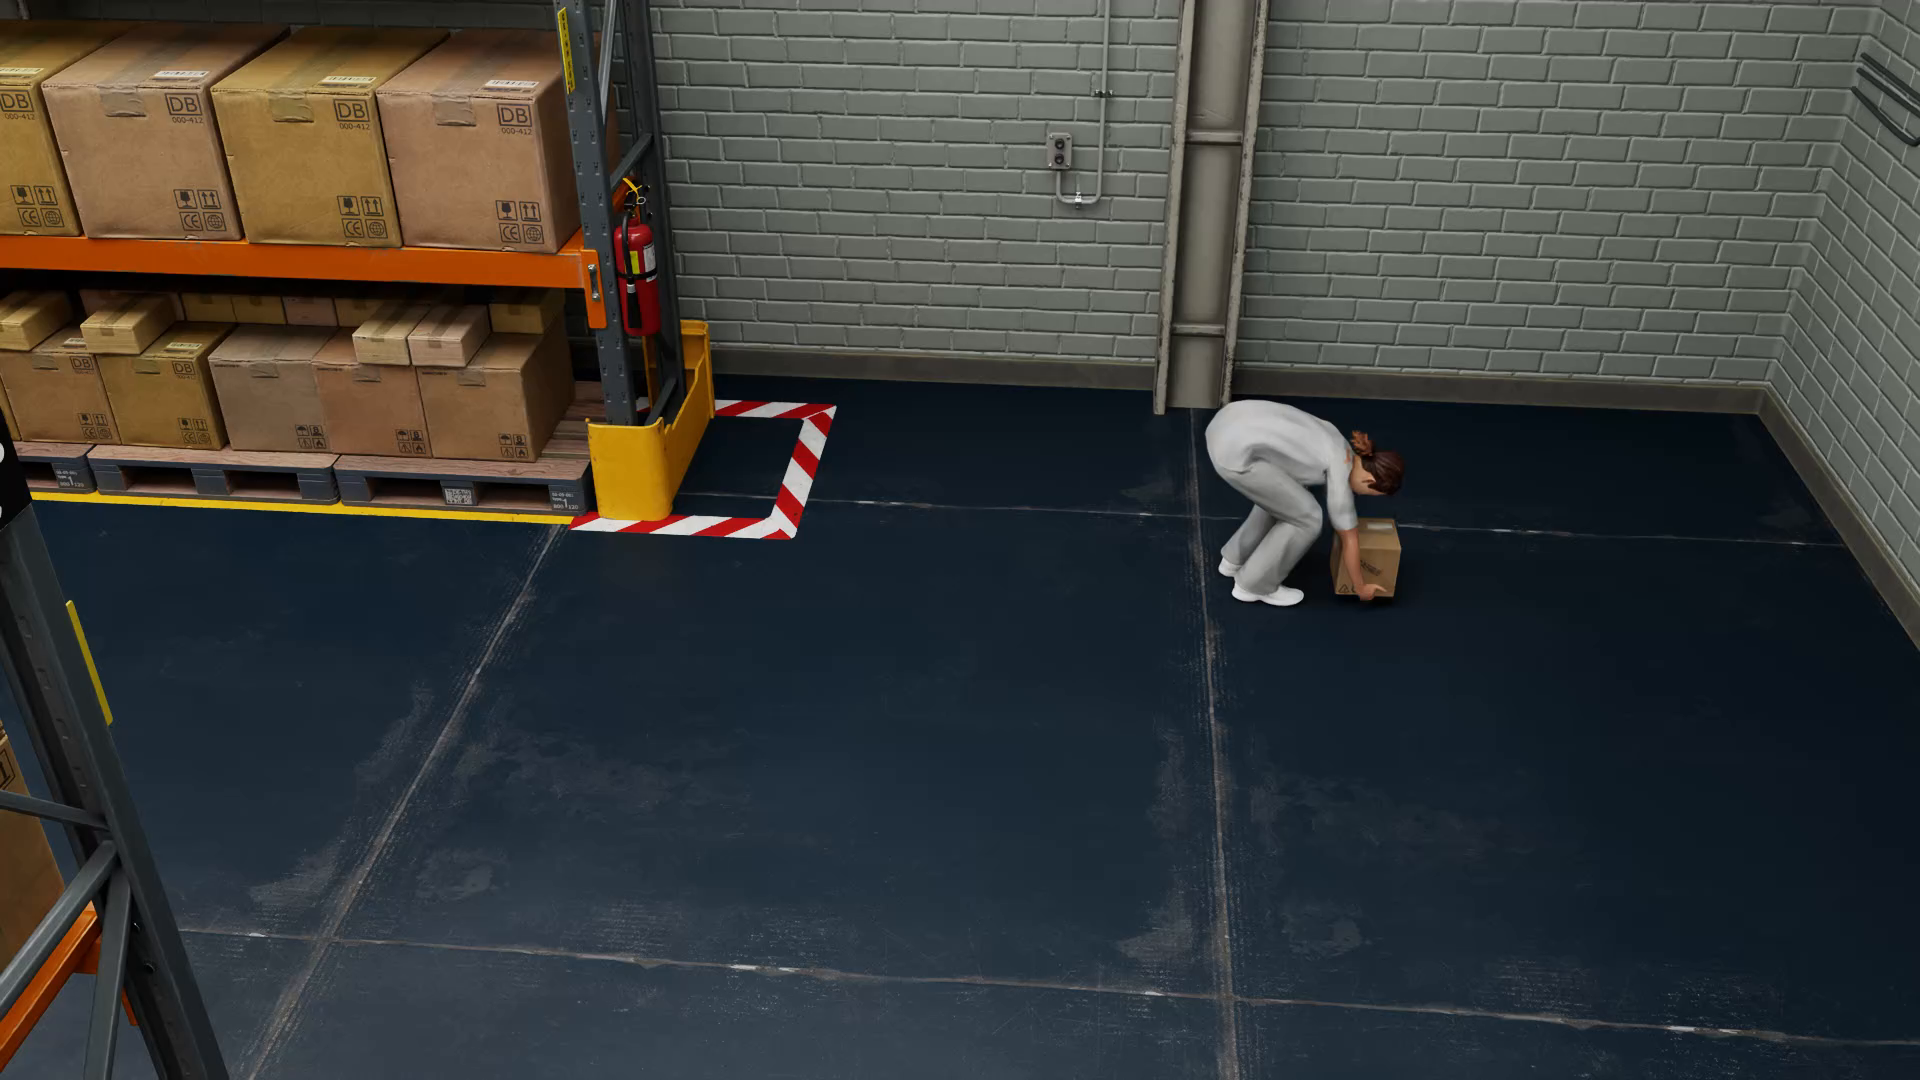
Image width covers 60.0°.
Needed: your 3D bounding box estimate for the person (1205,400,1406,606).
[{"bbox_3d":[1.460,-0.170,7.144,0.847,0.892,0.462,1,32,2],"label":"person"}]
